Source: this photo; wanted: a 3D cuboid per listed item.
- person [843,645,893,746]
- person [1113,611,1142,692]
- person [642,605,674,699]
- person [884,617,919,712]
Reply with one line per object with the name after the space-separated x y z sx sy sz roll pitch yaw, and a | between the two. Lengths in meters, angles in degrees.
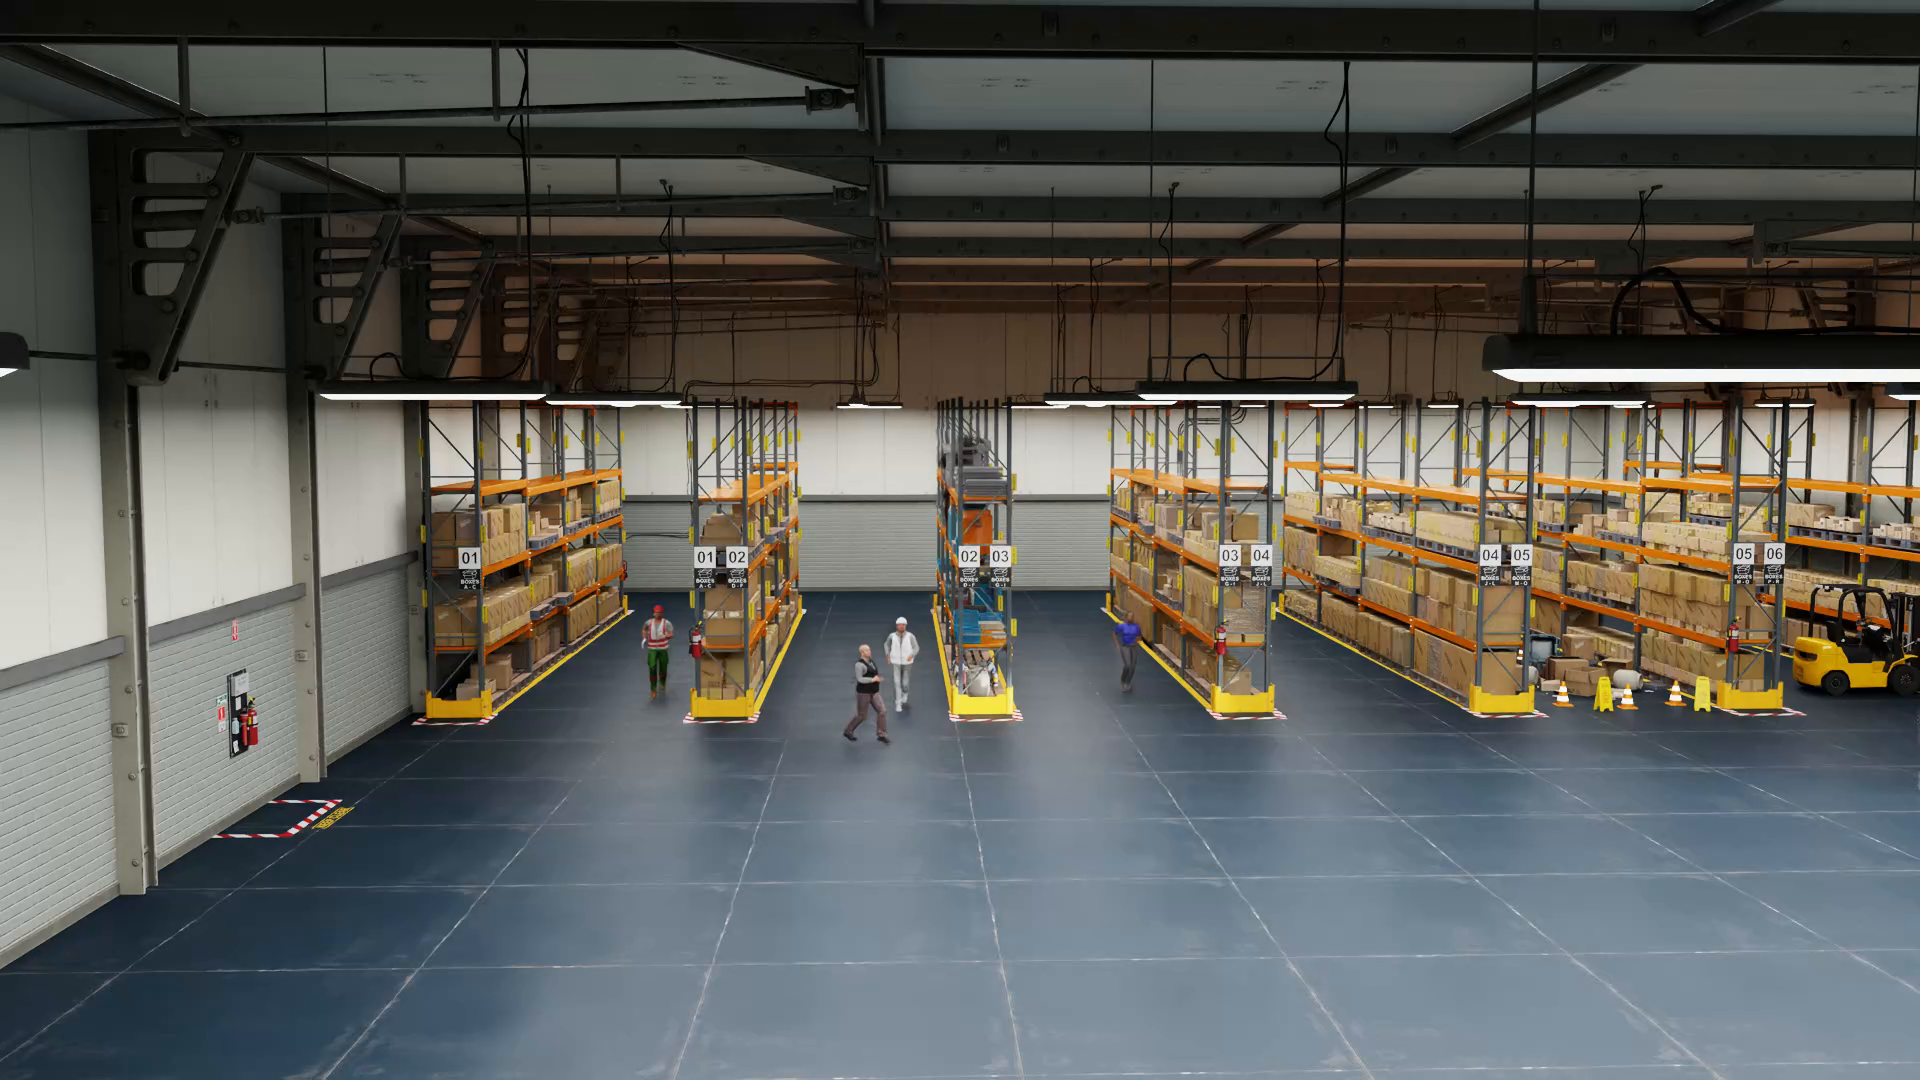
-1.583 2.664 28.598 0.882 1.747 0.659 2 5 29 | person
3.450 2.275 33.923 0.546 1.653 0.676 -1 5 -14 | person
-6.089 2.230 33.506 0.650 1.840 0.807 -1 4 -8 | person
-1.133 2.374 32.055 0.681 1.780 0.879 0 4 -2 | person
